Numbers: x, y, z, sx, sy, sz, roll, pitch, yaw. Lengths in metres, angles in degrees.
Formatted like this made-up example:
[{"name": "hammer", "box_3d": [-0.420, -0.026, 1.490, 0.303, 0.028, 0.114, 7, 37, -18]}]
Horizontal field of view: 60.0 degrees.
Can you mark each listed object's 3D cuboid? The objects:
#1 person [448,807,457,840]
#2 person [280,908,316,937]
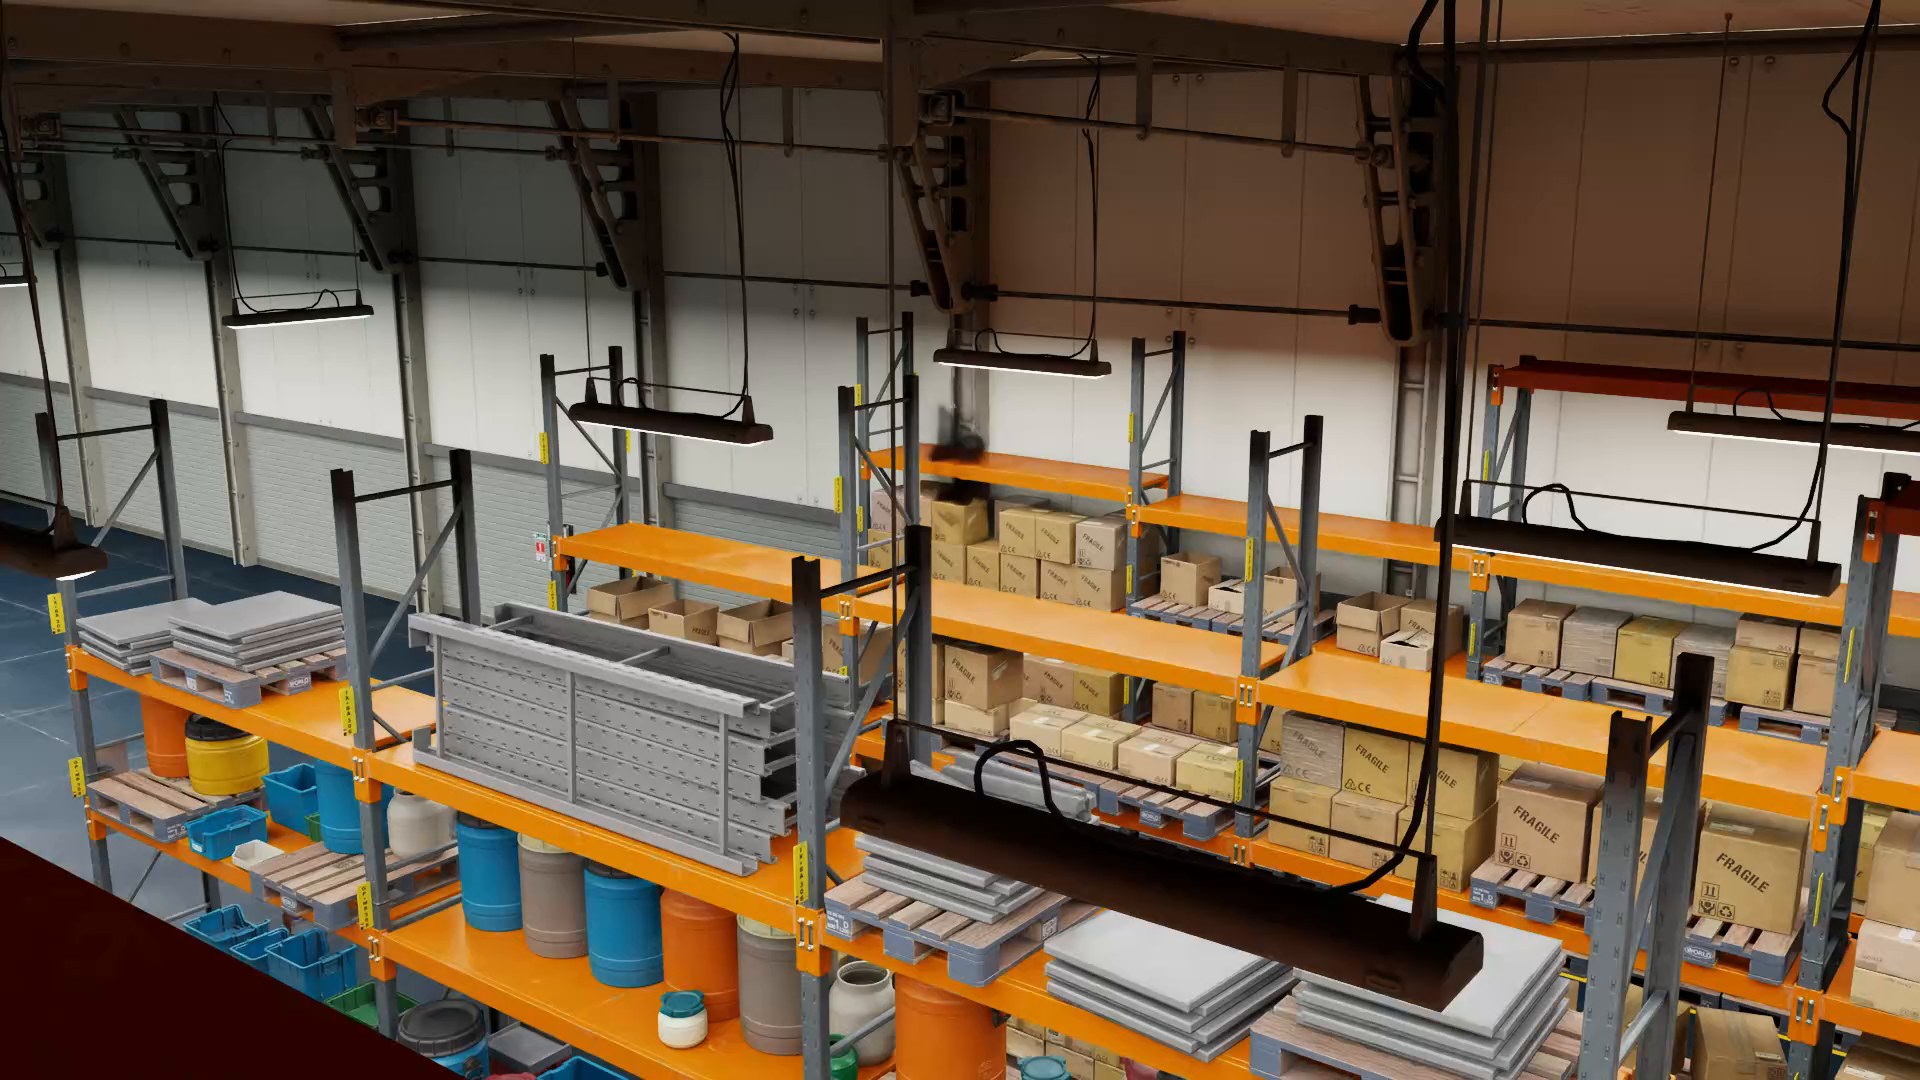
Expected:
[{"name": "person", "box_3d": [-5.817, 2.939, 18.898, 0.725, 1.647, 0.635, -5, 14, -19]}, {"name": "person", "box_3d": [-6.215, 3.711, 15.690, 0.757, 1.648, 0.568, 7, 15, 29]}]
